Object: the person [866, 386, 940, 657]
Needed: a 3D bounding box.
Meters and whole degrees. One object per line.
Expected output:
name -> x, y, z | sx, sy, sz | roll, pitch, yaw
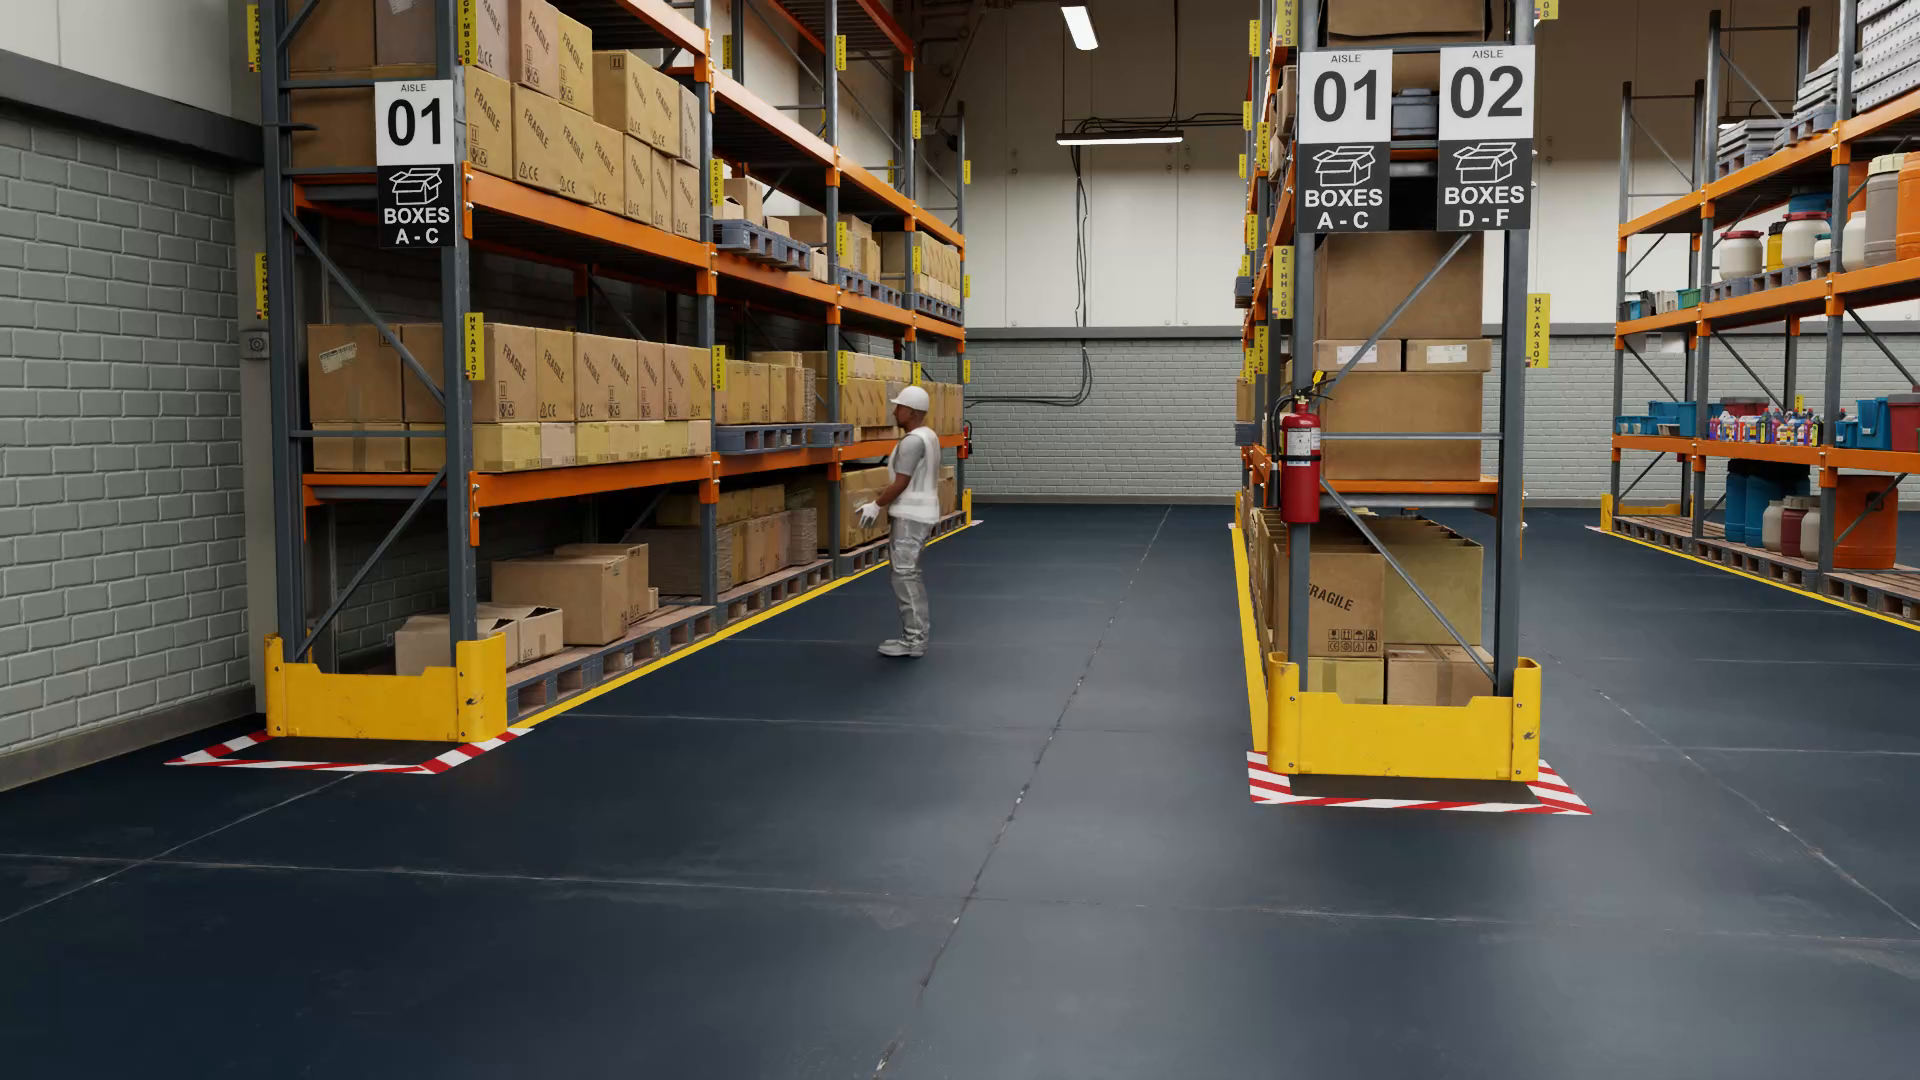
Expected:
person -> -0.367, -0.128, 11.090 | 0.469, 1.787, 0.555 | 1, 4, 8
